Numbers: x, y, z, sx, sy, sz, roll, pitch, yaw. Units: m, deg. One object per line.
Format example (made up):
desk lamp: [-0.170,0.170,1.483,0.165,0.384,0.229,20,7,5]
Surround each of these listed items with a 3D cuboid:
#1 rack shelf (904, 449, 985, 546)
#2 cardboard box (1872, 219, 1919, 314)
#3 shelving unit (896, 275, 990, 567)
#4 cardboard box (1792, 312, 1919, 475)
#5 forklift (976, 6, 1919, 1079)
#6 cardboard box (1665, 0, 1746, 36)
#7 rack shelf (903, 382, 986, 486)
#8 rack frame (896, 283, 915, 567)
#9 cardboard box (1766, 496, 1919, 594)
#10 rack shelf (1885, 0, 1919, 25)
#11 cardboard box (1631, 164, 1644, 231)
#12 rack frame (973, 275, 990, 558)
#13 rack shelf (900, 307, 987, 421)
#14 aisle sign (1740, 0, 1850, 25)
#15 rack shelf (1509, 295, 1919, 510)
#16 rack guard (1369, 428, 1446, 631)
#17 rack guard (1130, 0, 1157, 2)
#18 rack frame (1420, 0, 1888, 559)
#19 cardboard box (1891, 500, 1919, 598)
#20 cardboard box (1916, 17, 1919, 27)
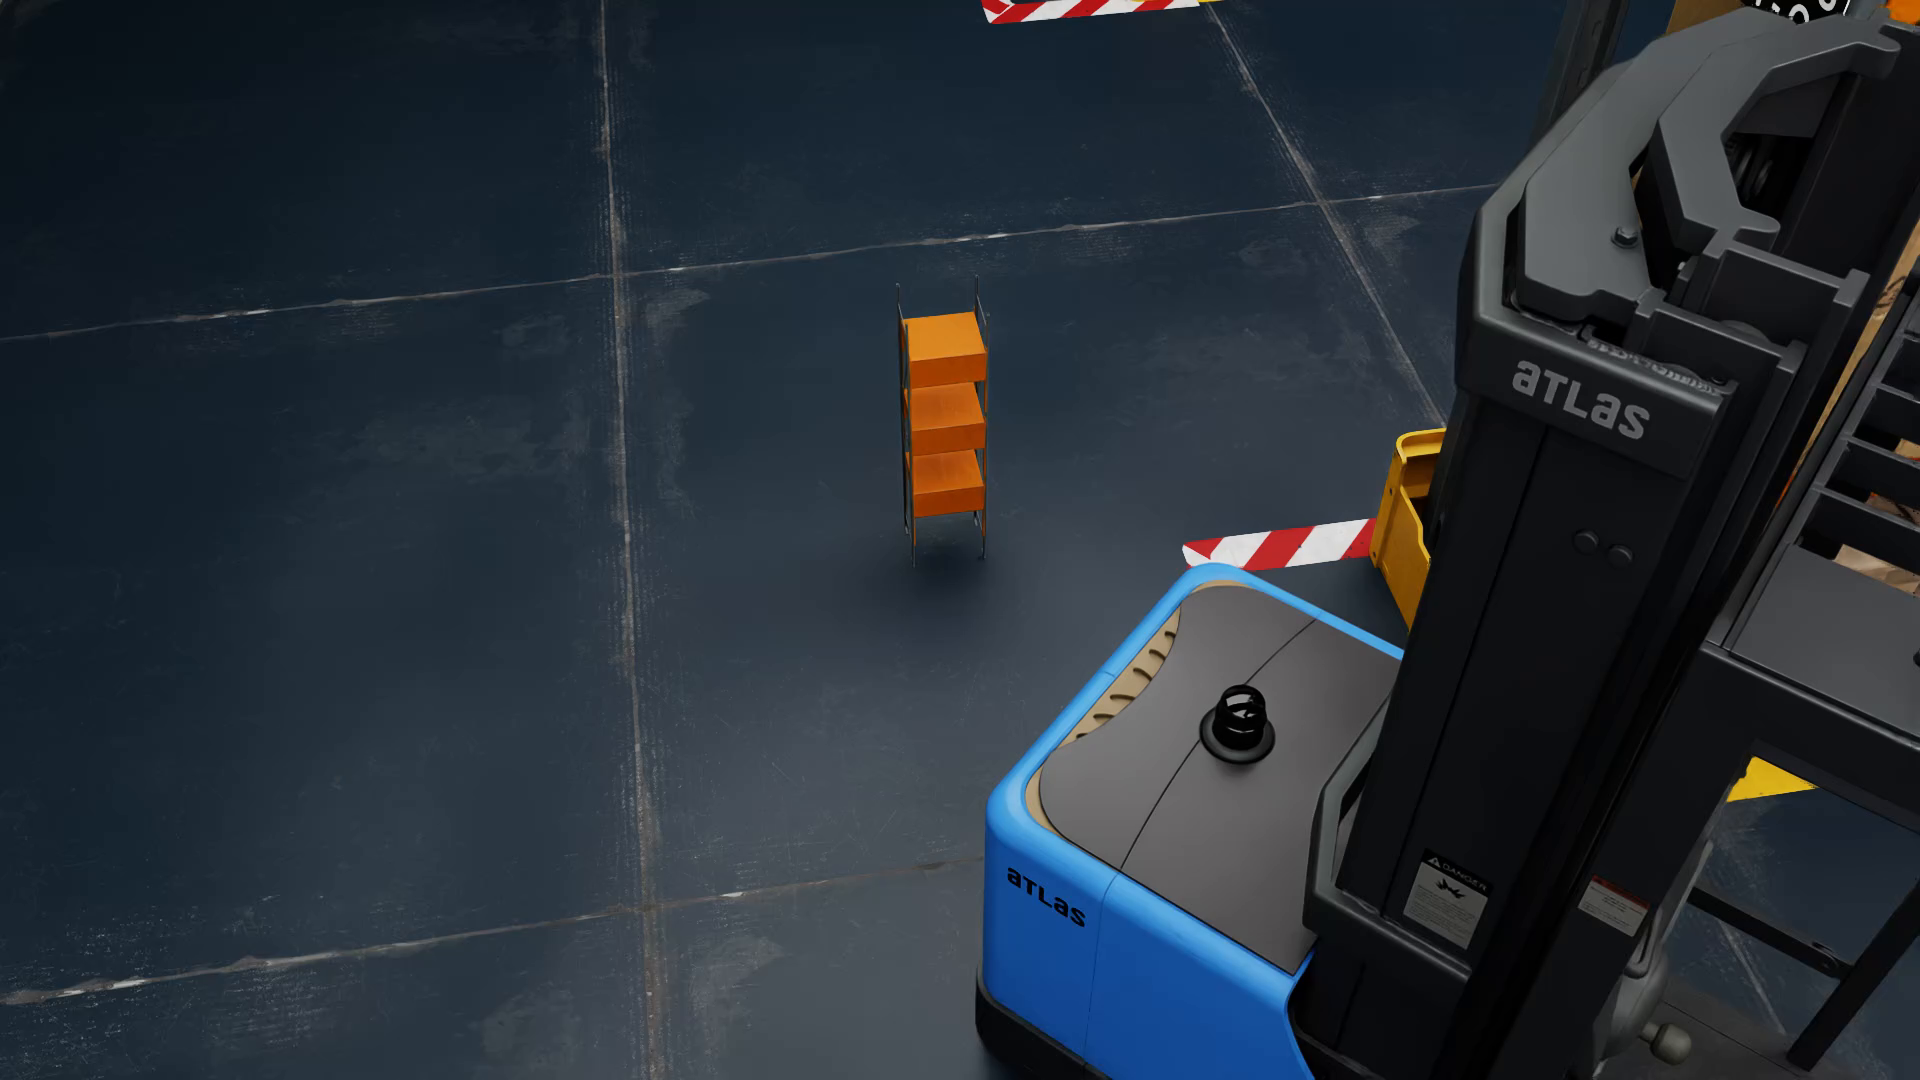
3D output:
rack shelf: [-0.053,-0.158,5.573,0.240,0.259,0.215,-7,46,-7]
cardboard box: [2.208,-0.881,3.752,0.500,0.500,0.500,-8,47,-8]
shelving unit: [-0.053,-0.358,5.366,0.252,1.050,0.215,-7,46,-7]
cardboard box: [2.208,-0.533,4.111,0.500,0.500,0.500,-7,47,-7]
forklift: [1.529,0.670,3.069,3.031,2.935,1.130,28,52,24]
cardboard box: [2.120,-1.253,4.110,0.500,0.500,0.500,-6,46,-5]
rack shelf: [-0.053,-0.350,5.373,0.240,0.259,0.215,-7,46,-7]
rack frame: [-0.173,-0.343,5.351,0.008,1.050,0.200,-7,46,-7]
cardboard box: [2.319,-0.052,5.204,0.875,0.438,0.875,-9,47,-8]
rack shelf: [3.657,-1.680,3.702,4.000,0.370,1.077,-7,46,-7]
cardboard box: [2.116,-0.925,4.488,0.500,0.500,0.500,-7,46,-7]
rack frame: [0.067,-0.373,5.380,0.008,1.050,0.200,-7,46,-7]
rack shelf: [-0.053,-0.547,5.169,0.240,0.259,0.215,-7,46,-7]
aisle sign: [1.665,-1.330,3.143,0.004,0.787,0.394,-7,46,-7]
rack shelf: [3.657,-0.639,4.782,4.000,0.370,1.077,-7,46,-7]
rack guard: [1.662,0.227,5.184,0.348,0.500,1.175,-7,46,-7]
rack guard: [0.911,-3.307,8.589,0.348,0.500,1.175,-7,46,-7]
rack frame: [1.686,-0.643,4.286,0.127,3.000,1.000,-7,46,-7]
cardboard box: [3.220,-0.170,5.318,0.875,0.438,0.875,-6,46,-6]
cardboard box: [2.083,-1.097,3.509,0.250,0.149,0.380,-6,46,-6]
